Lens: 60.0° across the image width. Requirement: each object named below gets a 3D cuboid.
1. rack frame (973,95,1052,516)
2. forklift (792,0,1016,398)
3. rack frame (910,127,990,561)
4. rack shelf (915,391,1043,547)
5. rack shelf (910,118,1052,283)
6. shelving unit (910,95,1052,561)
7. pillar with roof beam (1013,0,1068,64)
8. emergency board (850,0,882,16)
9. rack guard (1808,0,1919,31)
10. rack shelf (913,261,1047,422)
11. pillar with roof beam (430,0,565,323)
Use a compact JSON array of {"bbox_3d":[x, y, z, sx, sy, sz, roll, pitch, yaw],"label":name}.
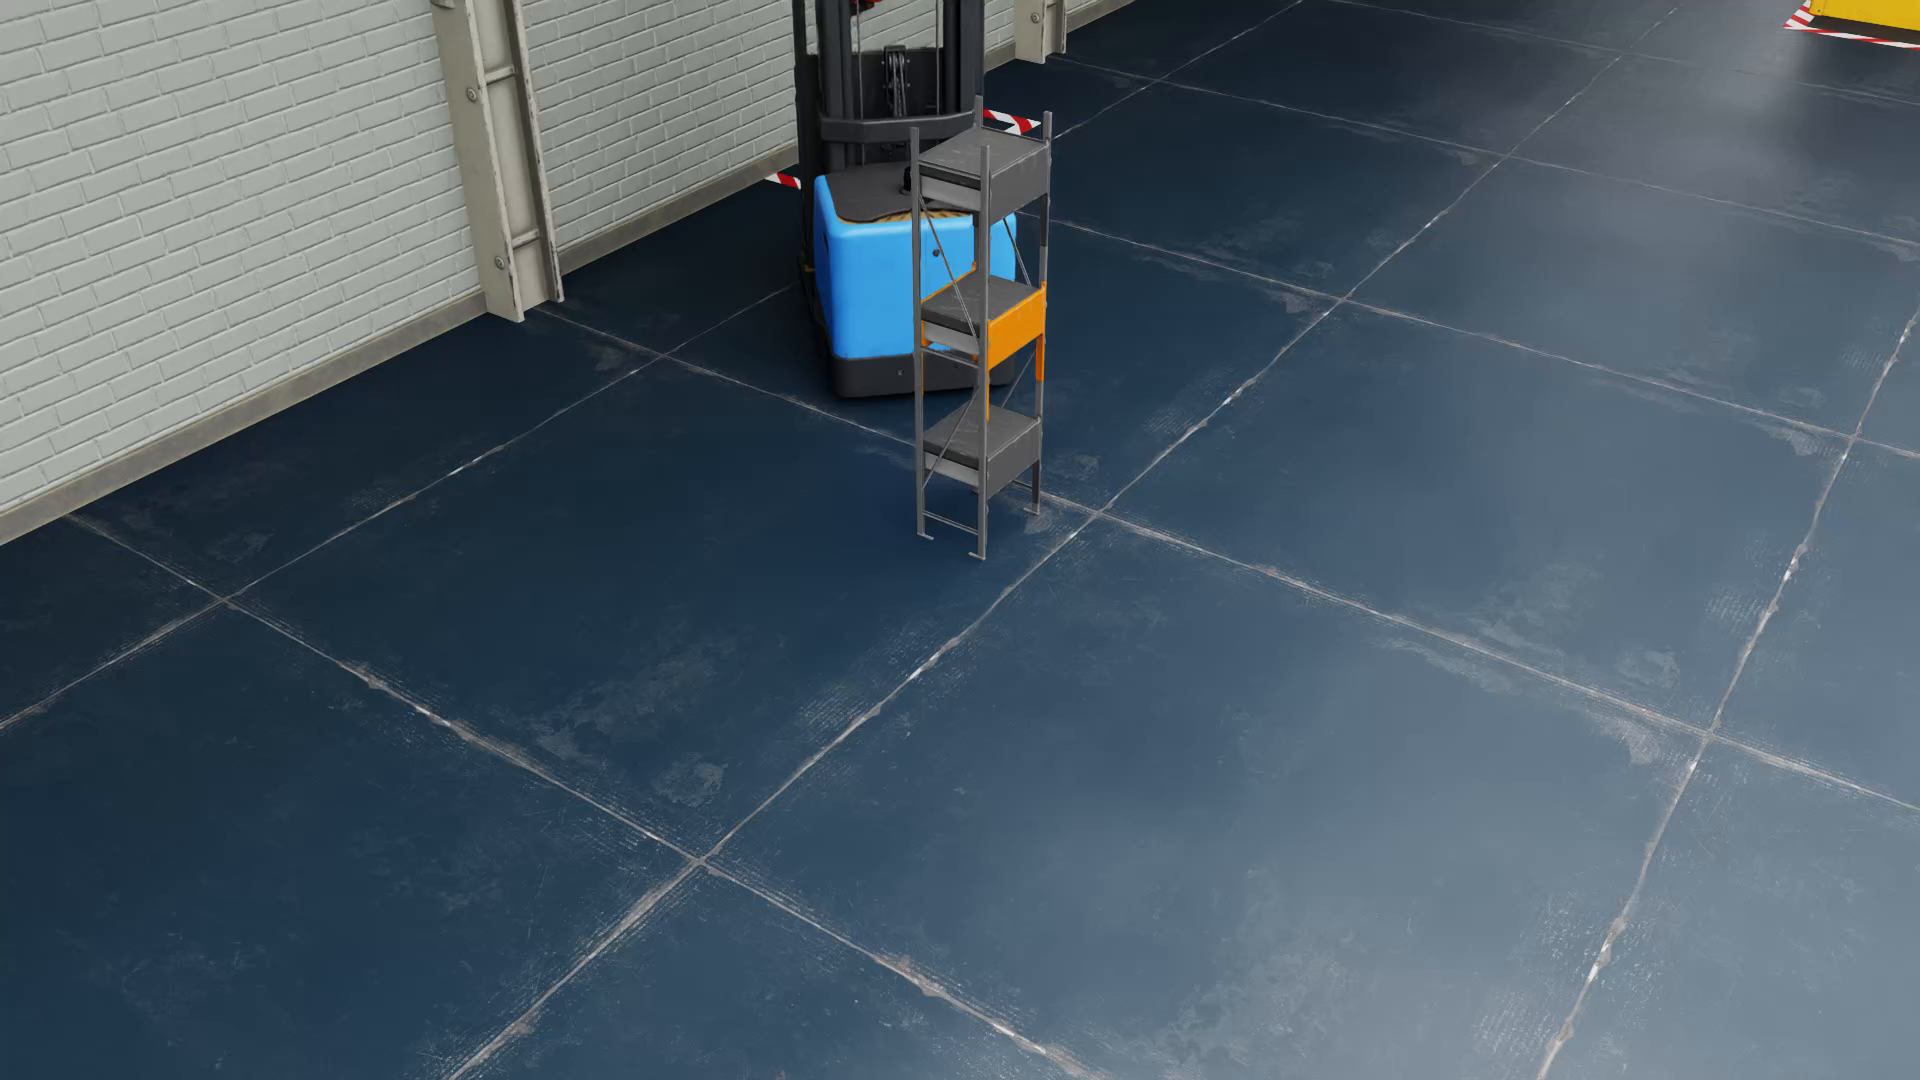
[{"bbox_3d":[0.234,-1.058,7.940,0.400,2.100,0.015,21,39,28],"label":"rack frame"},{"bbox_3d":[-0.447,-2.827,9.814,1.130,2.935,3.031,-6,34,-8],"label":"forklift"},{"bbox_3d":[-0.045,-0.834,7.608,0.400,2.100,0.015,21,39,28],"label":"rack frame"},{"bbox_3d":[0.094,-0.355,8.174,0.431,0.518,0.480,21,39,28],"label":"rack shelf"},{"bbox_3d":[0.094,-1.515,7.390,0.431,0.518,0.480,21,39,28],"label":"rack shelf"},{"bbox_3d":[0.094,-0.946,7.774,0.431,2.100,0.503,21,39,28],"label":"shelving unit"},{"bbox_3d":[4.228,-6.590,9.961,9.100,9.000,0.400,21,39,28],"label":"pillar with roof beam"},{"bbox_3d":[-0.750,-4.355,12.012,0.194,1.169,0.643,21,39,28],"label":"emergency board"},{"bbox_3d":[8.481,-5.015,15.220,1.175,0.500,0.348,21,39,28],"label":"rack guard"},{"bbox_3d":[0.094,-0.935,7.782,0.431,0.518,0.480,21,39,28],"label":"rack shelf"},{"bbox_3d":[0.806,-3.829,5.878,9.100,9.000,0.400,21,39,28],"label":"pillar with roof beam"}]
